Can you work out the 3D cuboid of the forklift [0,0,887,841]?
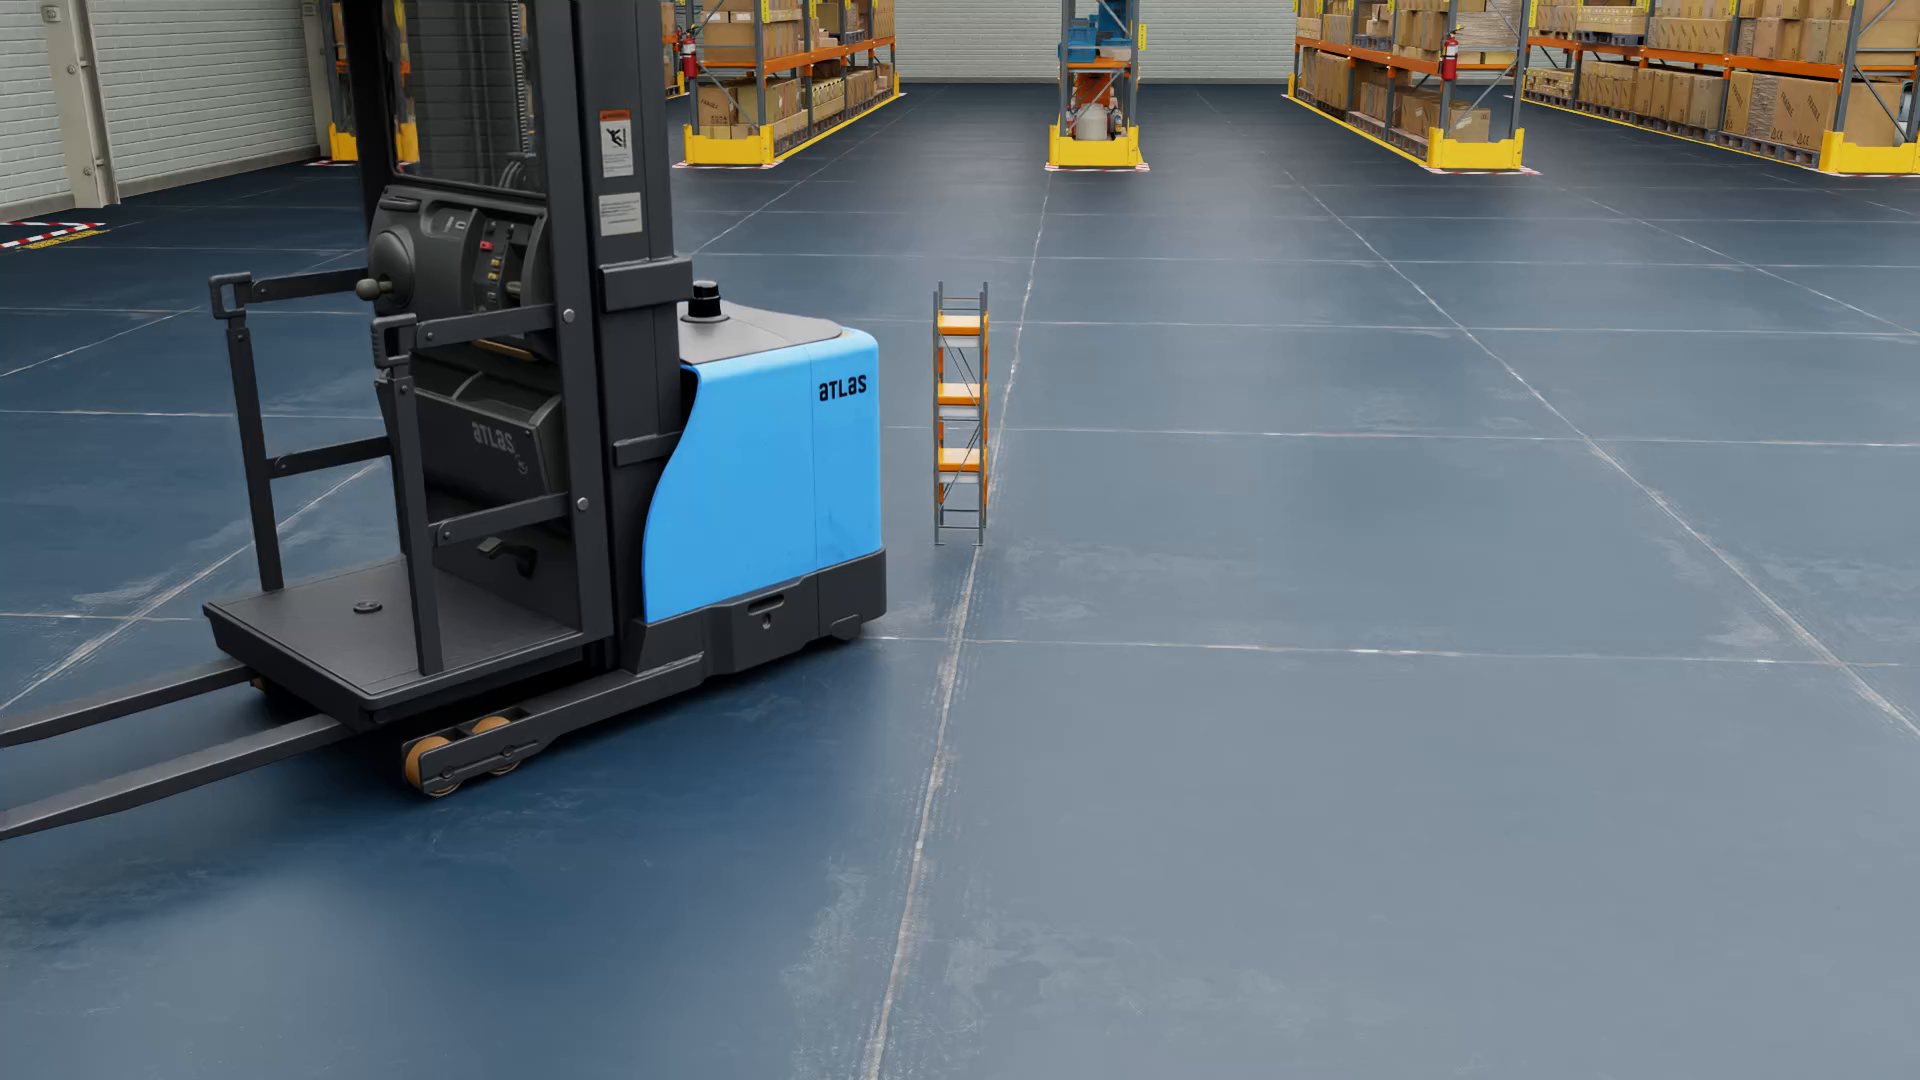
[{"bbox_3d":[-1.646,-0.847,4.800,1.130,2.935,3.031,17,24,41],"label":"forklift"}]

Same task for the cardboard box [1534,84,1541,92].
[{"bbox_3d":[12.419,-9.602,35.314,0.380,0.149,0.250,2,18,5],"label":"cardboard box"}]

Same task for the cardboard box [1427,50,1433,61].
[{"bbox_3d":[6.653,-6.686,22.913,0.380,0.149,0.250,1,18,4],"label":"cardboard box"}]

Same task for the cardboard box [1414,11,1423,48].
[{"bbox_3d":[6.874,-7.150,23.287,0.875,0.500,0.500,1,18,4],"label":"cardboard box"}]

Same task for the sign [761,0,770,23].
[{"bbox_3d":[-2.562,-6.980,21.891,0.100,0.325,0.005,1,18,4],"label":"sign"}]

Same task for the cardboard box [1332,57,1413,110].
[{"bbox_3d":[7.409,-8.212,29.904,1.225,0.875,0.875,0,18,1],"label":"cardboard box"}]

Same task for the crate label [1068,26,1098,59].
[{"bbox_3d":[1.687,-7.028,23.498,0.502,0.435,0.616,1,18,4],"label":"crate label"}]

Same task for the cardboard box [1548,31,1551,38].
[{"bbox_3d":[12.480,-10.532,34.652,0.380,0.149,0.250,1,18,3],"label":"cardboard box"}]

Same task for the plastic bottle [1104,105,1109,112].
[{"bbox_3d":[2.209,-6.423,25.256,0.144,0.351,0.185,1,18,4],"label":"plastic bottle"}]

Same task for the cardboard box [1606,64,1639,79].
[{"bbox_3d":[12.143,-8.567,30.386,0.500,0.250,0.500,2,18,5],"label":"cardboard box"}]

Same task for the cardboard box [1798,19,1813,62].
[{"bbox_3d":[11.869,-6.711,22.346,0.875,0.550,0.550,1,18,4],"label":"cardboard box"}]

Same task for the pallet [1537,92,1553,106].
[{"bbox_3d":[12.663,-9.172,34.576,1.003,0.211,1.213,1,18,4],"label":"pallet"}]

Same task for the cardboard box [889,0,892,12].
[{"bbox_3d":[-1.762,-11.736,36.156,0.500,0.500,0.500,2,18,5],"label":"cardboard box"}]

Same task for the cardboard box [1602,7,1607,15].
[{"bbox_3d":[11.971,-9.673,30.401,0.380,0.149,0.250,2,18,6],"label":"cardboard box"}]

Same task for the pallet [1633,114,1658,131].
[{"bbox_3d":[12.147,-7.097,28.244,1.003,0.211,1.213,1,18,4],"label":"pallet"}]

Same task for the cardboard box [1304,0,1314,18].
[{"bbox_3d":[7.541,-11.260,35.027,0.500,0.500,0.500,1,18,2],"label":"cardboard box"}]

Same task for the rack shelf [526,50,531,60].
[{"bbox_3d":[-7.627,-8.177,28.215,1.077,0.370,4.000,1,18,4],"label":"rack shelf"}]

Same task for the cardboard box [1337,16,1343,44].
[{"bbox_3d":[7.202,-9.330,30.420,0.500,0.500,0.500,1,18,2],"label":"cardboard box"}]

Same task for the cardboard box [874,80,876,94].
[{"bbox_3d":[-2.009,-9.329,34.189,0.500,0.311,0.500,1,18,4],"label":"cardboard box"}]

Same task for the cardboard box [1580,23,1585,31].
[{"bbox_3d":[12.064,-9.790,31.712,0.380,0.149,0.250,2,18,5],"label":"cardboard box"}]

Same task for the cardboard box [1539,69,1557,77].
[{"bbox_3d":[12.495,-9.880,35.207,0.380,0.149,0.250,0,18,1],"label":"cardboard box"}]

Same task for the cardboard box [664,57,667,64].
[{"bbox_3d":[-6.705,-10.601,36.757,0.380,0.149,0.250,2,18,5],"label":"cardboard box"}]

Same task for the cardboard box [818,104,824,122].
[{"bbox_3d":[-2.515,-6.959,27.086,0.500,0.250,0.500,2,18,5],"label":"cardboard box"}]

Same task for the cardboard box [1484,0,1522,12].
[{"bbox_3d":[7.076,-7.152,21.689,0.500,0.500,0.500,1,18,4],"label":"cardboard box"}]

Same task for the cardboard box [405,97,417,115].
[{"bbox_3d":[-7.774,-6.293,24.618,0.700,0.500,0.500,0,18,0],"label":"cardboard box"}]

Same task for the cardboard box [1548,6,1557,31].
[{"bbox_3d":[12.453,-10.729,34.210,0.500,0.500,0.500,1,18,2],"label":"cardboard box"}]

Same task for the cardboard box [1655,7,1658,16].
[{"bbox_3d":[12.563,-9.410,29.596,0.380,0.149,0.250,1,18,2],"label":"cardboard box"}]

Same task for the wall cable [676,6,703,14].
[{"bbox_3d":[-6.148,-14.748,42.467,3.097,2.526,0.112,1,18,4],"label":"wall cable"}]

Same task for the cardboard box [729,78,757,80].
[{"bbox_3d":[-3.202,-6.745,25.226,0.500,0.500,0.500,1,18,4],"label":"cardboard box"}]

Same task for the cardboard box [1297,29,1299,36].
[{"bbox_3d":[7.557,-11.070,36.294,0.380,0.149,0.250,1,18,5],"label":"cardboard box"}]

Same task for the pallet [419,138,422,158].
[{"bbox_3d":[-7.958,-5.605,23.690,1.003,0.211,1.213,1,18,4],"label":"pallet"}]

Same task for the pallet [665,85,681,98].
[{"bbox_3d":[-6.889,-10.049,37.252,1.003,0.211,1.213,1,18,4],"label":"pallet"}]

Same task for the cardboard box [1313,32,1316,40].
[{"bbox_3d":[7.357,-10.193,33.615,0.380,0.149,0.250,1,18,3],"label":"cardboard box"}]

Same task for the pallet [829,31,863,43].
[{"bbox_3d":[-2.407,-9.543,31.538,1.003,0.211,1.213,1,18,4],"label":"pallet"}]

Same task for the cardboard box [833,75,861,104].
[{"bbox_3d":[-2.151,-8.505,31.369,0.500,0.500,0.500,1,18,3],"label":"cardboard box"}]

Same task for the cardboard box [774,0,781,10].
[{"bbox_3d":[-2.962,-7.846,23.807,0.700,0.500,0.500,1,18,4],"label":"cardboard box"}]

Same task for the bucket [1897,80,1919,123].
[{"bbox_3d":[14.282,-6.496,24.748,0.726,0.611,0.620,8,10,23],"label":"bucket"}]

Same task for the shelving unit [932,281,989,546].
[{"bbox_3d":[0.004,-0.516,6.810,0.215,1.050,0.252,1,18,4],"label":"shelving unit"}]

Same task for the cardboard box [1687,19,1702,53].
[{"bbox_3d":[11.835,-7.953,26.216,0.500,0.500,0.500,1,18,4],"label":"cardboard box"}]

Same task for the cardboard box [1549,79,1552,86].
[{"bbox_3d":[12.524,-9.571,34.741,0.380,0.149,0.250,2,18,7],"label":"cardboard box"}]

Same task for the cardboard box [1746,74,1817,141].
[{"bbox_3d":[11.816,-6.140,23.580,0.875,0.875,0.875,1,18,4],"label":"cardboard box"}]

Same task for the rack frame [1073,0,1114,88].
[{"bbox_3d":[2.972,-11.403,36.906,1.000,3.000,0.127,1,18,4],"label":"rack frame"}]

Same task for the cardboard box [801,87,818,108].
[{"bbox_3d":[-2.551,-7.070,26.523,0.500,0.311,0.500,1,18,4],"label":"cardboard box"}]

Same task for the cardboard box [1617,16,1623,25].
[{"bbox_3d":[11.893,-9.216,29.482,0.380,0.149,0.250,2,18,5],"label":"cardboard box"}]

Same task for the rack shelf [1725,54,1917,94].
[{"bbox_3d":[11.848,-6.460,22.977,1.077,0.370,4.000,1,18,4],"label":"rack shelf"}]

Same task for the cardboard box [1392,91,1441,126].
[{"bbox_3d":[7.117,-6.777,26.096,0.700,0.500,0.500,0,18,0],"label":"cardboard box"}]

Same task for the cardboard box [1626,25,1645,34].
[{"bbox_3d":[11.855,-8.909,29.025,0.380,0.149,0.250,2,18,5],"label":"cardboard box"}]

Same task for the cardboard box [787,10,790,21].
[{"bbox_3d":[-2.709,-7.738,24.520,0.380,0.149,0.250,1,18,4],"label":"cardboard box"}]

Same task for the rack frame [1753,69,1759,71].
[{"bbox_3d":[17.797,-11.071,35.894,1.000,3.000,0.127,1,18,4],"label":"rack frame"}]

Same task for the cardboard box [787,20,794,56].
[{"bbox_3d":[-2.886,-7.533,24.936,0.700,0.500,0.500,1,18,3],"label":"cardboard box"}]

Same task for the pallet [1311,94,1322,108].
[{"bbox_3d":[7.758,-8.959,33.927,1.003,0.211,1.213,1,18,4],"label":"pallet"}]

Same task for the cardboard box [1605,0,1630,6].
[{"bbox_3d":[12.841,-10.707,32.537,0.500,0.500,0.500,2,18,5],"label":"cardboard box"}]
